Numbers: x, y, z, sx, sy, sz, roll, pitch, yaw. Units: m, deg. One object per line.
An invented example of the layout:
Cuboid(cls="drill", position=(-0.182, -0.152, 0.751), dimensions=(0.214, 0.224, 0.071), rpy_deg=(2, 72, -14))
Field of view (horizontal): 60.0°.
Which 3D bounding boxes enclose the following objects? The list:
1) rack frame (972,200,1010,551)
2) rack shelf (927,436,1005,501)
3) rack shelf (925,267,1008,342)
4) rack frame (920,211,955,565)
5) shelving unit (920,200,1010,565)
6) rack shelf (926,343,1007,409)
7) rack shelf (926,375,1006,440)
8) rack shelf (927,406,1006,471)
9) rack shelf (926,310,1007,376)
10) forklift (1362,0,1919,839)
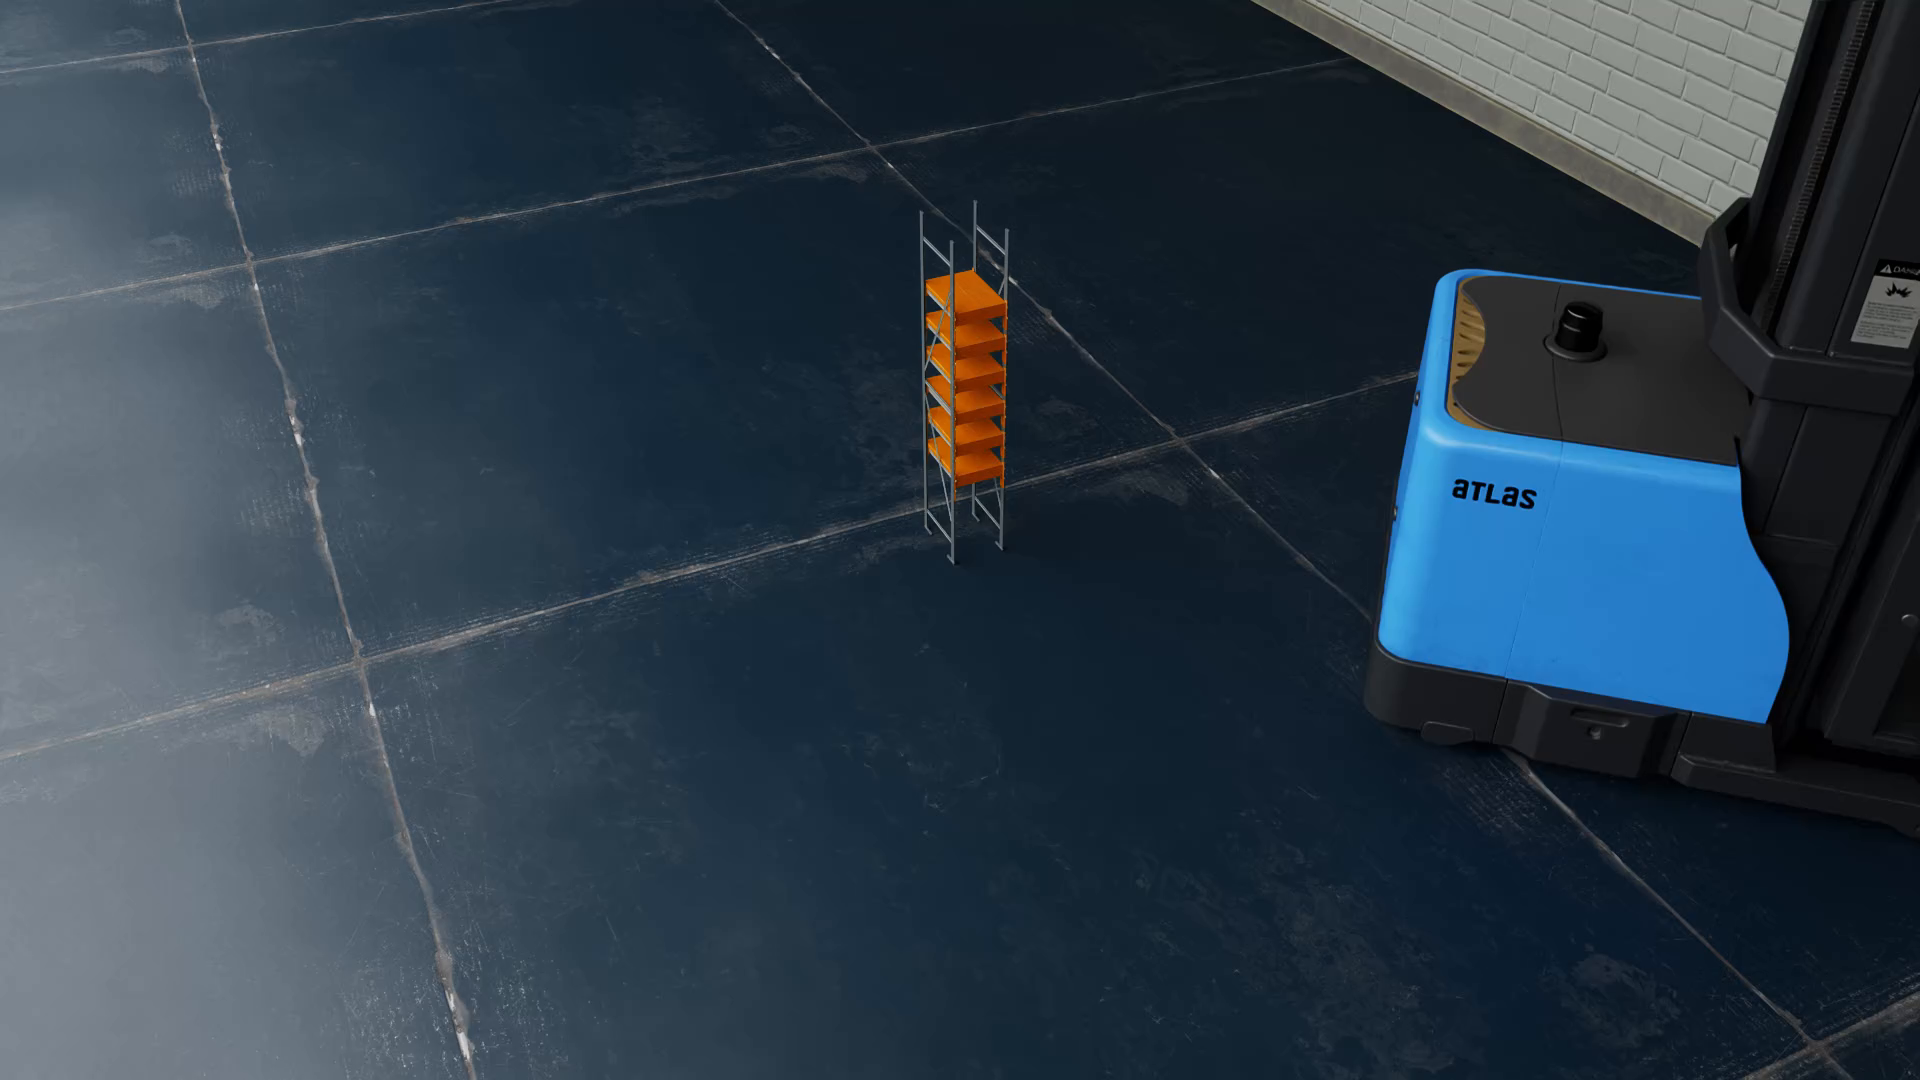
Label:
Cuboid(cls="rack frame", position=(0.096, -0.509, 5.429), dimensions=(0.006, 1.200, 0.240), rpy_deg=(-16, 39, -20))
Cuboid(cls="rack shelf", position=(0.013, -0.257, 5.567), dimensions=(0.180, 0.103, 0.258), rpy_deg=(-16, 39, -20))
Cuboid(cls="rack shelf", position=(0.013, -0.739, 5.210), dimensions=(0.180, 0.103, 0.258), rpy_deg=(-16, 39, -20))
Cuboid(cls="rack frame", position=(-0.070, -0.462, 5.366), dimensions=(0.006, 1.200, 0.240), rpy_deg=(-16, 39, -20))
Cuboid(cls="shelving unit", position=(0.013, -0.486, 5.398), dimensions=(0.189, 1.200, 0.258), rpy_deg=(-16, 39, -20))
Cuboid(cls="rack shelf", position=(0.013, -0.546, 5.352), dimensions=(0.180, 0.103, 0.258), rpy_deg=(-16, 39, -20))
Cuboid(cls="rack shelf", position=(0.013, -0.450, 5.424), dimensions=(0.180, 0.103, 0.258), rpy_deg=(-16, 39, -20))
Cuboid(cls="rack shelf", position=(0.013, -0.354, 5.495), dimensions=(0.180, 0.103, 0.258), rpy_deg=(-16, 39, -20))
Cuboid(cls="rack shelf", position=(0.013, -0.643, 5.281), dimensions=(0.180, 0.103, 0.258), rpy_deg=(-16, 39, -20))
Cuboid(cls="forklift", position=(2.780, -0.641, 4.154), dimensions=(3.031, 2.935, 1.130), rpy_deg=(10, 38, 13))
